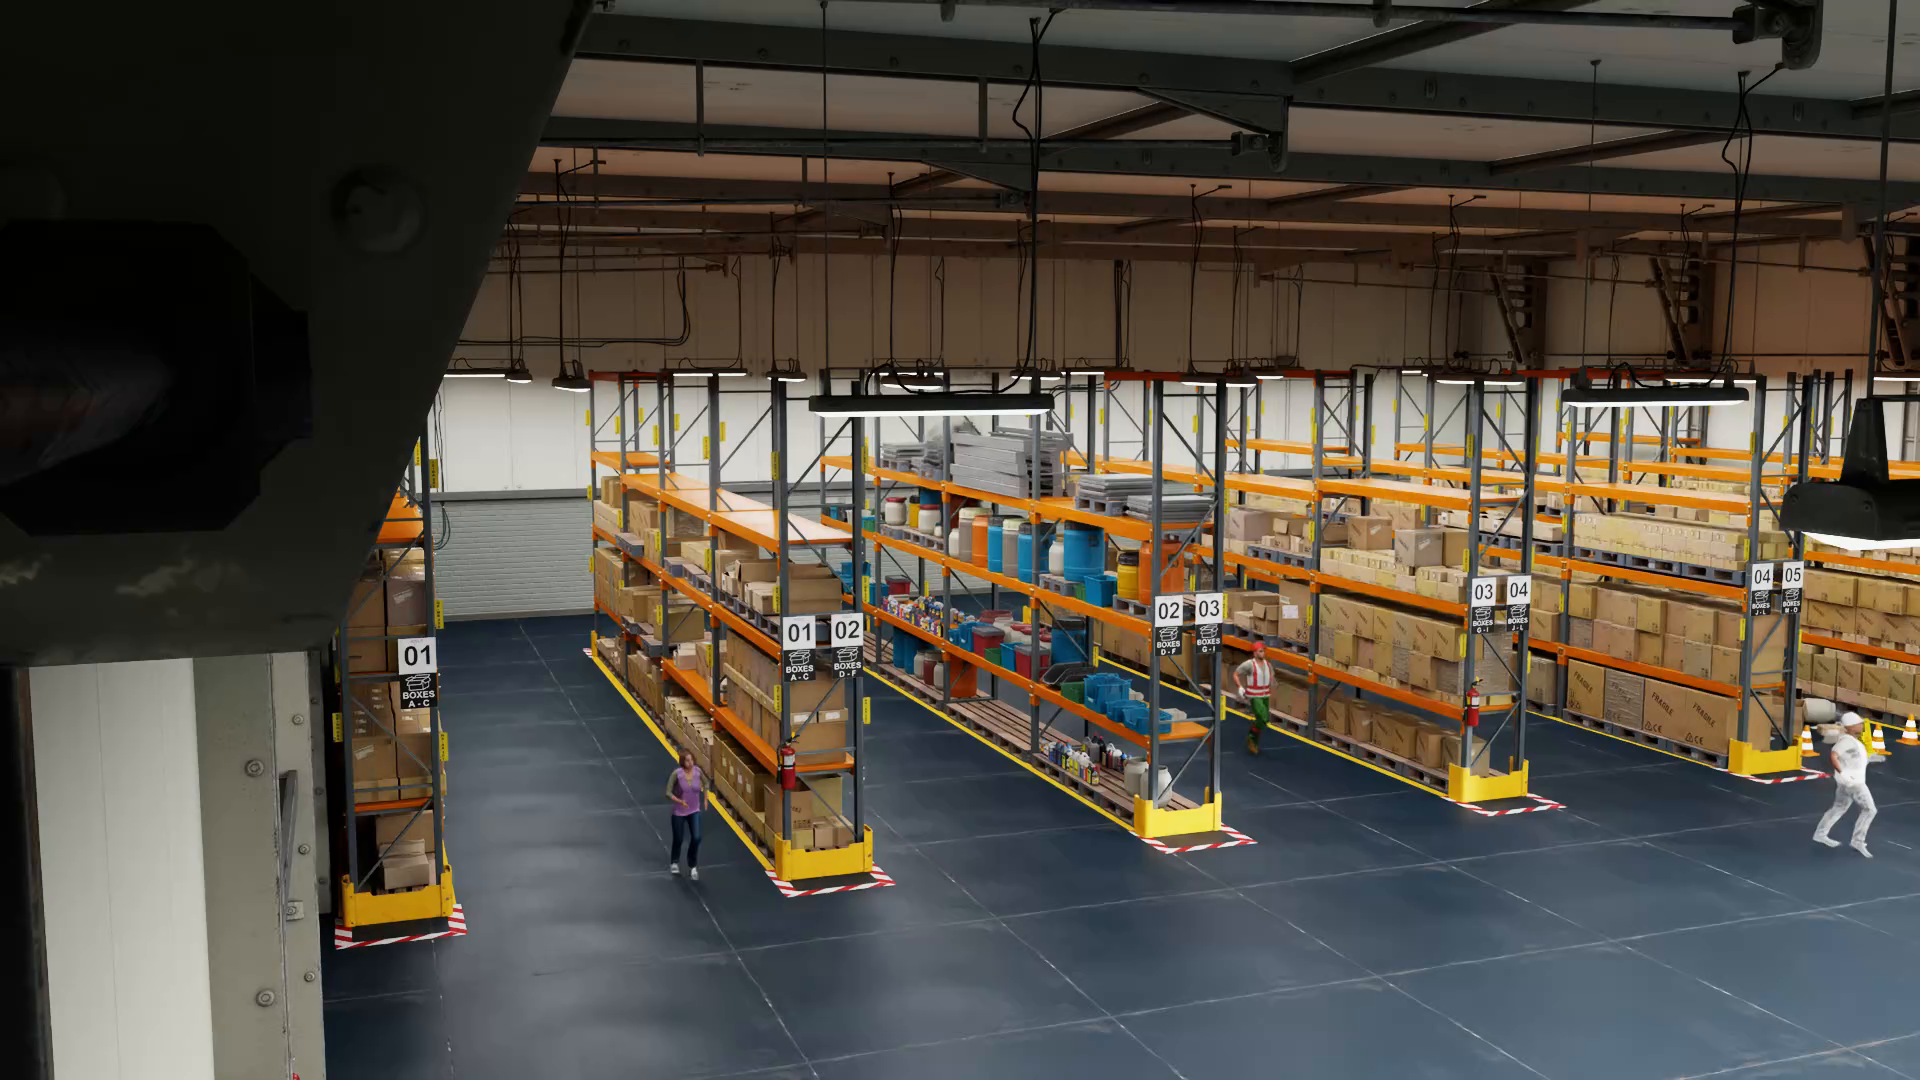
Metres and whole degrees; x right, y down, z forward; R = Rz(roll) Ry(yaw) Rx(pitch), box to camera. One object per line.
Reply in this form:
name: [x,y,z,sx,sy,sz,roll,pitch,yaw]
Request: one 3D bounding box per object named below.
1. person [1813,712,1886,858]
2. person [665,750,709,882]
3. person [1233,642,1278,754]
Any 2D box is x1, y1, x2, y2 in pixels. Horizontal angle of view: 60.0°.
person: [11.295,3.094,21.089,0.770,1.834,0.666,2,7,18]
person: [-3.281,3.314,20.082,0.571,1.612,0.670,-2,7,-21]
person: [4.745,2.504,26.348,0.641,1.775,0.689,-4,8,-34]
